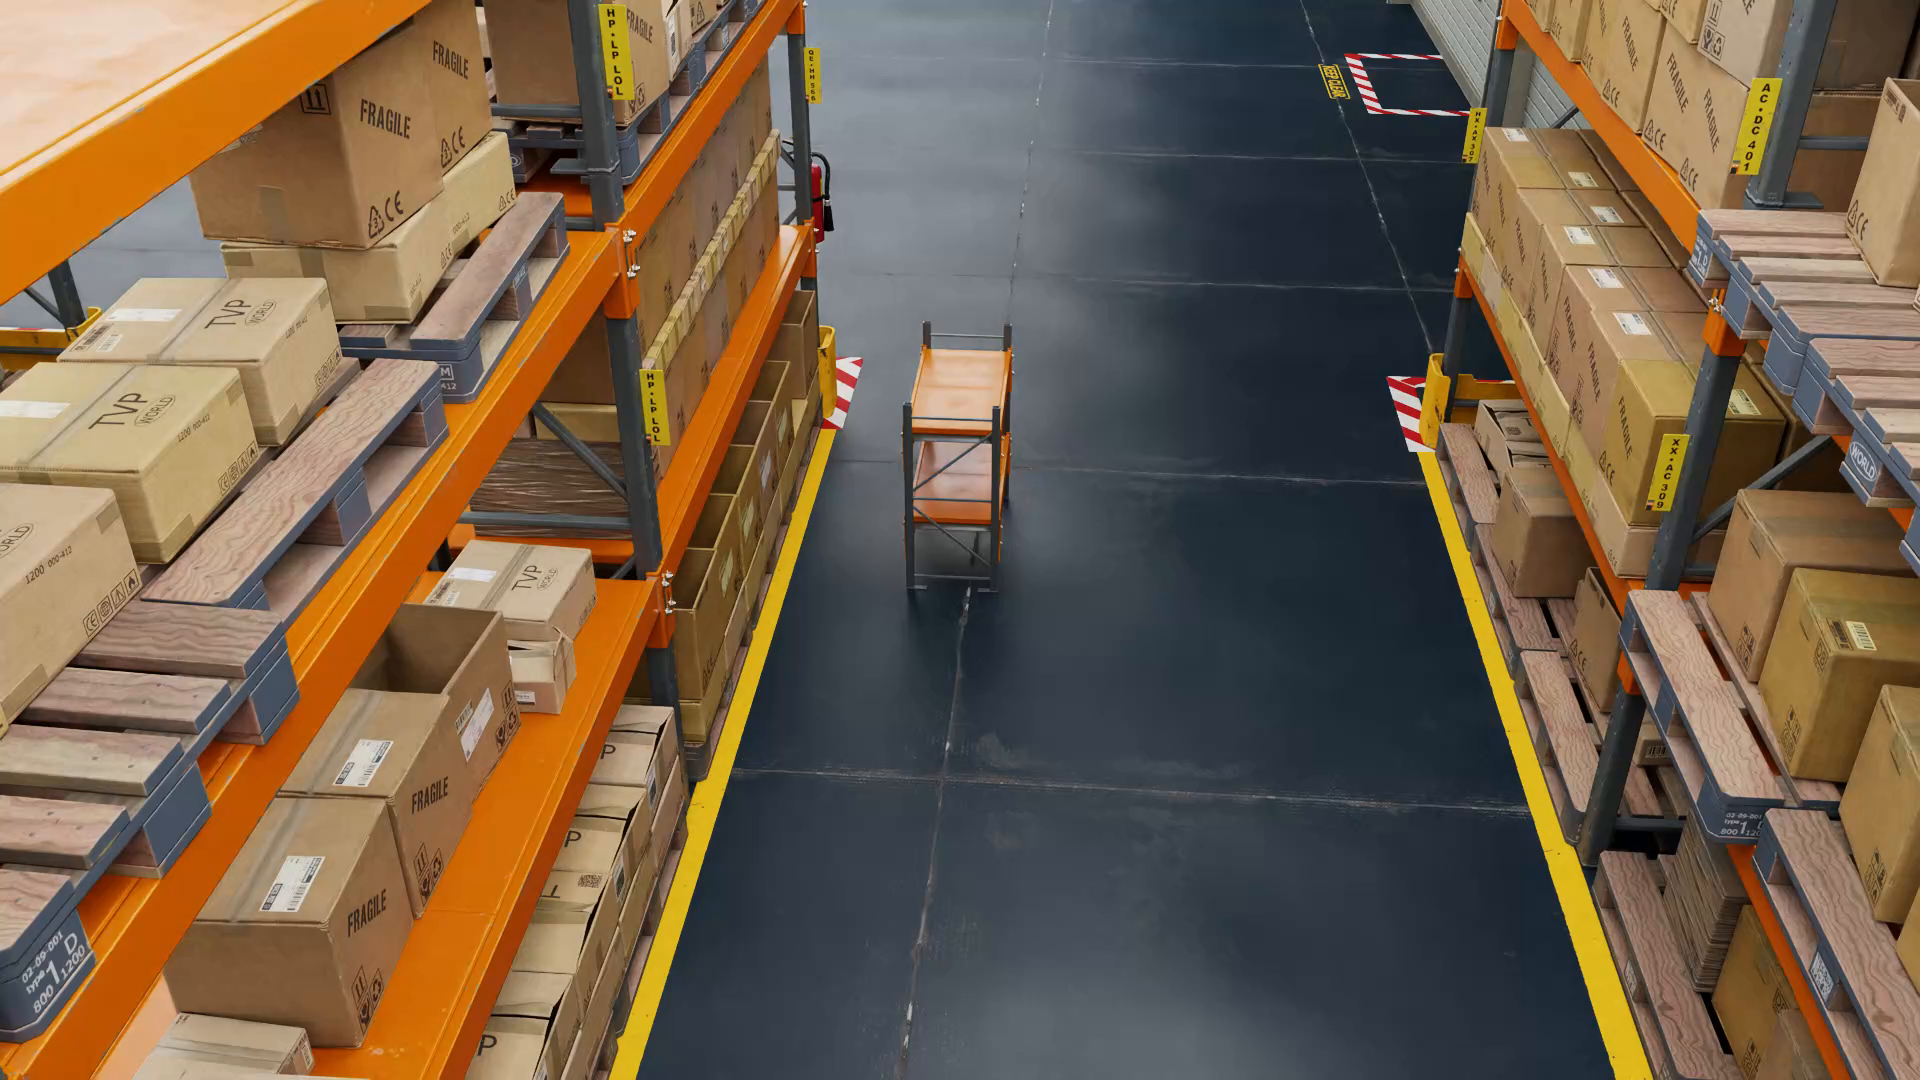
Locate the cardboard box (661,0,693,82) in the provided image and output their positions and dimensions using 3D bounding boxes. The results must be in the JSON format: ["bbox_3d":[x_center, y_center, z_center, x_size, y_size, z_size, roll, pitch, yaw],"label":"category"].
[{"bbox_3d":[-1.385,-2.085,6.747,0.500,0.311,0.500,1,32,1],"label":"cardboard box"}]

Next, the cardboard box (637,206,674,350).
[{"bbox_3d":[-1.663,-1.165,7.230,0.700,0.500,0.500,2,32,4],"label":"cardboard box"}]

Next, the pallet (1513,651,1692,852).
[{"bbox_3d":[3.224,0.971,7.754,1.003,0.211,1.213,2,32,4],"label":"pallet"}]

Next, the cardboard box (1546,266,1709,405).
[{"bbox_3d":[3.022,-0.912,7.561,0.500,0.500,0.500,2,32,3],"label":"cardboard box"}]

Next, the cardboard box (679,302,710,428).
[{"bbox_3d":[-1.622,-0.887,8.015,0.700,0.500,0.500,3,32,5],"label":"cardboard box"}]

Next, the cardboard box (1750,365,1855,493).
[{"bbox_3d":[3.451,-0.365,6.672,0.500,0.500,0.500,2,32,3],"label":"cardboard box"}]

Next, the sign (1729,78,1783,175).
[{"bbox_3d":[2.663,-1.380,5.559,0.100,0.325,0.005,2,32,4],"label":"sign"}]

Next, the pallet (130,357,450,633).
[{"bbox_3d":[-2.004,-0.122,4.190,1.003,0.211,1.213,4,32,6],"label":"pallet"}]

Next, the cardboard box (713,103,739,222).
[{"bbox_3d":[-1.540,-1.950,8.503,0.700,0.500,0.500,3,32,4],"label":"cardboard box"}]

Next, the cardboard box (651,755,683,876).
[{"bbox_3d":[-1.478,1.148,7.030,0.500,0.250,0.500,2,32,4],"label":"cardboard box"}]

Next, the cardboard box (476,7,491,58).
[{"bbox_3d":[-1.907,-2.124,6.965,0.380,0.149,0.250,2,32,4],"label":"cardboard box"}]

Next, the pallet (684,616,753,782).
[{"bbox_3d":[-1.626,0.700,8.194,1.003,0.211,1.213,2,32,4],"label":"pallet"}]

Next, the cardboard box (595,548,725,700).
[{"bbox_3d":[-1.383,0.370,7.577,0.500,0.500,0.500,2,32,4],"label":"cardboard box"}]

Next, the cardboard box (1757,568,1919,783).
[{"bbox_3d":[3.076,0.463,5.405,0.700,0.500,0.500,6,32,9],"label":"cardboard box"}]

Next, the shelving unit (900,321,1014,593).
[{"bbox_3d":[-0.001,-0.475,9.229,0.538,1.125,1.048,2,32,4],"label":"shelving unit"}]

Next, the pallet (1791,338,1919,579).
[{"bbox_3d":[2.967,-0.200,4.316,1.213,0.211,1.003,2,32,4],"label":"pallet"}]

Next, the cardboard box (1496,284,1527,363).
[{"bbox_3d":[3.099,-1.120,8.613,0.500,0.250,0.500,2,32,3],"label":"cardboard box"}]

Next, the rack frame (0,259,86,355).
[{"bbox_3d":[-6.344,-2.379,10.531,1.000,3.000,0.127,2,32,4],"label":"rack frame"}]

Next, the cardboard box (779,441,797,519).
[{"bbox_3d":[-1.224,-0.357,9.471,0.500,0.250,0.500,2,32,4],"label":"cardboard box"}]

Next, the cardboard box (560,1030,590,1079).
[{"bbox_3d":[-1.605,1.946,5.735,0.500,0.250,0.500,3,32,5],"label":"cardboard box"}]

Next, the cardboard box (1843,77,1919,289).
[{"bbox_3d":[3.080,-1.080,5.068,0.500,0.500,0.500,7,32,11],"label":"cardboard box"}]

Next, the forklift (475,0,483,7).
[{"bbox_3d":[-3.044,-1.583,9.305,1.130,2.935,3.031,4,32,6],"label":"forklift"}]

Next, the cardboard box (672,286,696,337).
[{"bbox_3d":[-1.436,-1.059,7.675,0.380,0.149,0.250,1,32,2],"label":"cardboard box"}]

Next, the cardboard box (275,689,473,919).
[{"bbox_3d":[-1.895,0.822,5.242,0.500,0.500,0.500,3,32,4],"label":"cardboard box"}]

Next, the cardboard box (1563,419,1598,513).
[{"bbox_3d":[2.990,-0.329,7.329,0.500,0.250,0.500,3,32,4],"label":"cardboard box"}]

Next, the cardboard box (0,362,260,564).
[{"bbox_3d":[-1.995,-0.187,3.858,0.500,0.250,0.500,2,32,3],"label":"cardboard box"}]

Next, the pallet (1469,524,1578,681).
[{"bbox_3d":[3.321,0.331,8.792,1.003,0.211,1.213,2,32,4],"label":"pallet"}]

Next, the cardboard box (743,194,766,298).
[{"bbox_3d":[-1.496,-1.689,9.317,0.700,0.500,0.500,3,32,5],"label":"cardboard box"}]

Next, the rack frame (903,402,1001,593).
[{"bbox_3d":[-0.042,-0.210,8.798,0.500,1.125,0.032,2,32,4],"label":"rack frame"}]

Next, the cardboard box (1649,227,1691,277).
[{"bbox_3d":[3.574,-1.167,7.974,0.500,0.500,0.500,3,32,5],"label":"cardboard box"}]

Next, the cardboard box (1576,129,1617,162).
[{"bbox_3d":[3.704,-1.964,9.267,0.500,0.500,0.500,2,32,3],"label":"cardboard box"}]

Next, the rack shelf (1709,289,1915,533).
[{"bbox_3d":[3.042,0.211,4.155,1.077,0.370,4.000,2,32,4],"label":"rack shelf"}]

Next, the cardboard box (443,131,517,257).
[{"bbox_3d":[-1.793,-1.144,5.410,0.500,0.250,0.500,6,32,9],"label":"cardboard box"}]

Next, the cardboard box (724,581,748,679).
[{"bbox_3d":[-1.347,0.428,8.198,0.500,0.250,0.500,2,32,4],"label":"cardboard box"}]

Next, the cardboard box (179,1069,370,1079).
[{"bbox_3d":[-1.793,1.597,4.165,0.500,0.311,0.500,2,32,3],"label":"cardboard box"}]

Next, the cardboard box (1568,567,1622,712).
[{"bbox_3d":[3.249,0.469,7.874,0.500,0.500,0.500,0,32,0],"label":"cardboard box"}]

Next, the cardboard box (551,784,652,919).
[{"bbox_3d":[-1.516,1.176,6.449,0.500,0.311,0.500,3,32,5],"label":"cardboard box"}]

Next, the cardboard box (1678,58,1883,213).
[{"bbox_3d":[3.000,-1.468,6.080,0.500,0.500,0.500,3,32,5],"label":"cardboard box"}]

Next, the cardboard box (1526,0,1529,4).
[{"bbox_3d":[3.254,-3.119,8.759,0.500,0.500,0.500,3,32,5],"label":"cardboard box"}]

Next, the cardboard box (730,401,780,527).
[{"bbox_3d":[-1.263,-0.414,8.850,0.500,0.500,0.500,2,32,4],"label":"cardboard box"}]

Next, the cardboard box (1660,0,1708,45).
[{"bbox_3d":[3.009,-2.180,6.282,0.500,0.500,0.500,4,32,7],"label":"cardboard box"}]

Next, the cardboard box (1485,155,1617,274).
[{"bbox_3d":[3.142,-1.725,8.879,0.500,0.500,0.500,3,32,4],"label":"cardboard box"}]

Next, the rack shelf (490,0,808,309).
[{"bbox_3d":[-1.570,-2.090,7.889,1.077,0.370,4.000,2,32,4],"label":"rack shelf"}]

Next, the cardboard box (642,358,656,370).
[{"bbox_3d":[-1.498,-0.656,7.022,0.380,0.149,0.250,3,32,5],"label":"cardboard box"}]

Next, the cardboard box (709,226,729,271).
[{"bbox_3d":[-1.373,-1.465,8.334,0.380,0.149,0.250,2,32,3],"label":"cardboard box"}]

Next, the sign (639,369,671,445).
[{"bbox_3d":[-1.191,-0.515,6.478,0.100,0.325,0.005,2,32,4],"label":"sign"}]

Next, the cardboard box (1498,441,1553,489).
[{"bbox_3d":[3.338,-0.342,9.370,0.500,0.311,0.500,5,32,8],"label":"cardboard box"}]

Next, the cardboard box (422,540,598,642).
[{"bbox_3d":[-1.729,0.250,6.409,0.500,0.250,0.500,4,32,7],"label":"cardboard box"}]

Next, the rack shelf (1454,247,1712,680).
[{"bbox_3d":[3.367,-0.603,8.336,1.077,0.370,4.000,2,32,4],"label":"rack shelf"}]

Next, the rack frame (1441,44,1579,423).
[{"bbox_3d":[3.530,-1.955,9.844,1.000,3.000,0.127,2,32,4],"label":"rack frame"}]

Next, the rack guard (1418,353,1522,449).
[{"bbox_3d":[3.524,-0.852,10.436,1.175,0.500,0.348,2,32,4],"label":"rack guard"}]

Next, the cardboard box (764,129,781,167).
[{"bbox_3d":[-1.248,-2.276,9.651,0.380,0.149,0.250,2,32,3],"label":"cardboard box"}]

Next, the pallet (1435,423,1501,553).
[{"bbox_3d":[3.423,-0.305,9.824,1.003,0.211,1.213,2,32,4],"label":"pallet"}]

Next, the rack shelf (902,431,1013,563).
[{"bbox_3d":[-0.001,-0.267,9.358,0.538,0.278,1.000,2,32,4],"label":"rack shelf"}]

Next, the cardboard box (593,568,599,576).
[{"bbox_3d":[-1.861,0.086,8.037,0.500,0.500,0.500,2,32,4],"label":"cardboard box"}]

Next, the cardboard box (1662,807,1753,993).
[{"bbox_3d":[3.161,1.399,6.365,0.700,0.500,0.500,3,32,6],"label":"cardboard box"}]

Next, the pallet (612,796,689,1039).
[{"bbox_3d":[-1.754,1.501,6.894,1.003,0.211,1.213,2,32,4],"label":"pallet"}]

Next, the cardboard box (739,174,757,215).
[{"bbox_3d":[-1.312,-1.874,8.998,0.380,0.149,0.250,3,32,5],"label":"cardboard box"}]

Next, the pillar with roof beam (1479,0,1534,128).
[{"bbox_3d":[0.533,-7.428,13.006,9.100,9.000,0.400,2,32,4],"label":"pillar with roof beam"}]

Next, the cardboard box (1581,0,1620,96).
[{"bbox_3d":[3.114,-2.287,7.409,0.500,0.500,0.500,4,32,7],"label":"cardboard box"}]
